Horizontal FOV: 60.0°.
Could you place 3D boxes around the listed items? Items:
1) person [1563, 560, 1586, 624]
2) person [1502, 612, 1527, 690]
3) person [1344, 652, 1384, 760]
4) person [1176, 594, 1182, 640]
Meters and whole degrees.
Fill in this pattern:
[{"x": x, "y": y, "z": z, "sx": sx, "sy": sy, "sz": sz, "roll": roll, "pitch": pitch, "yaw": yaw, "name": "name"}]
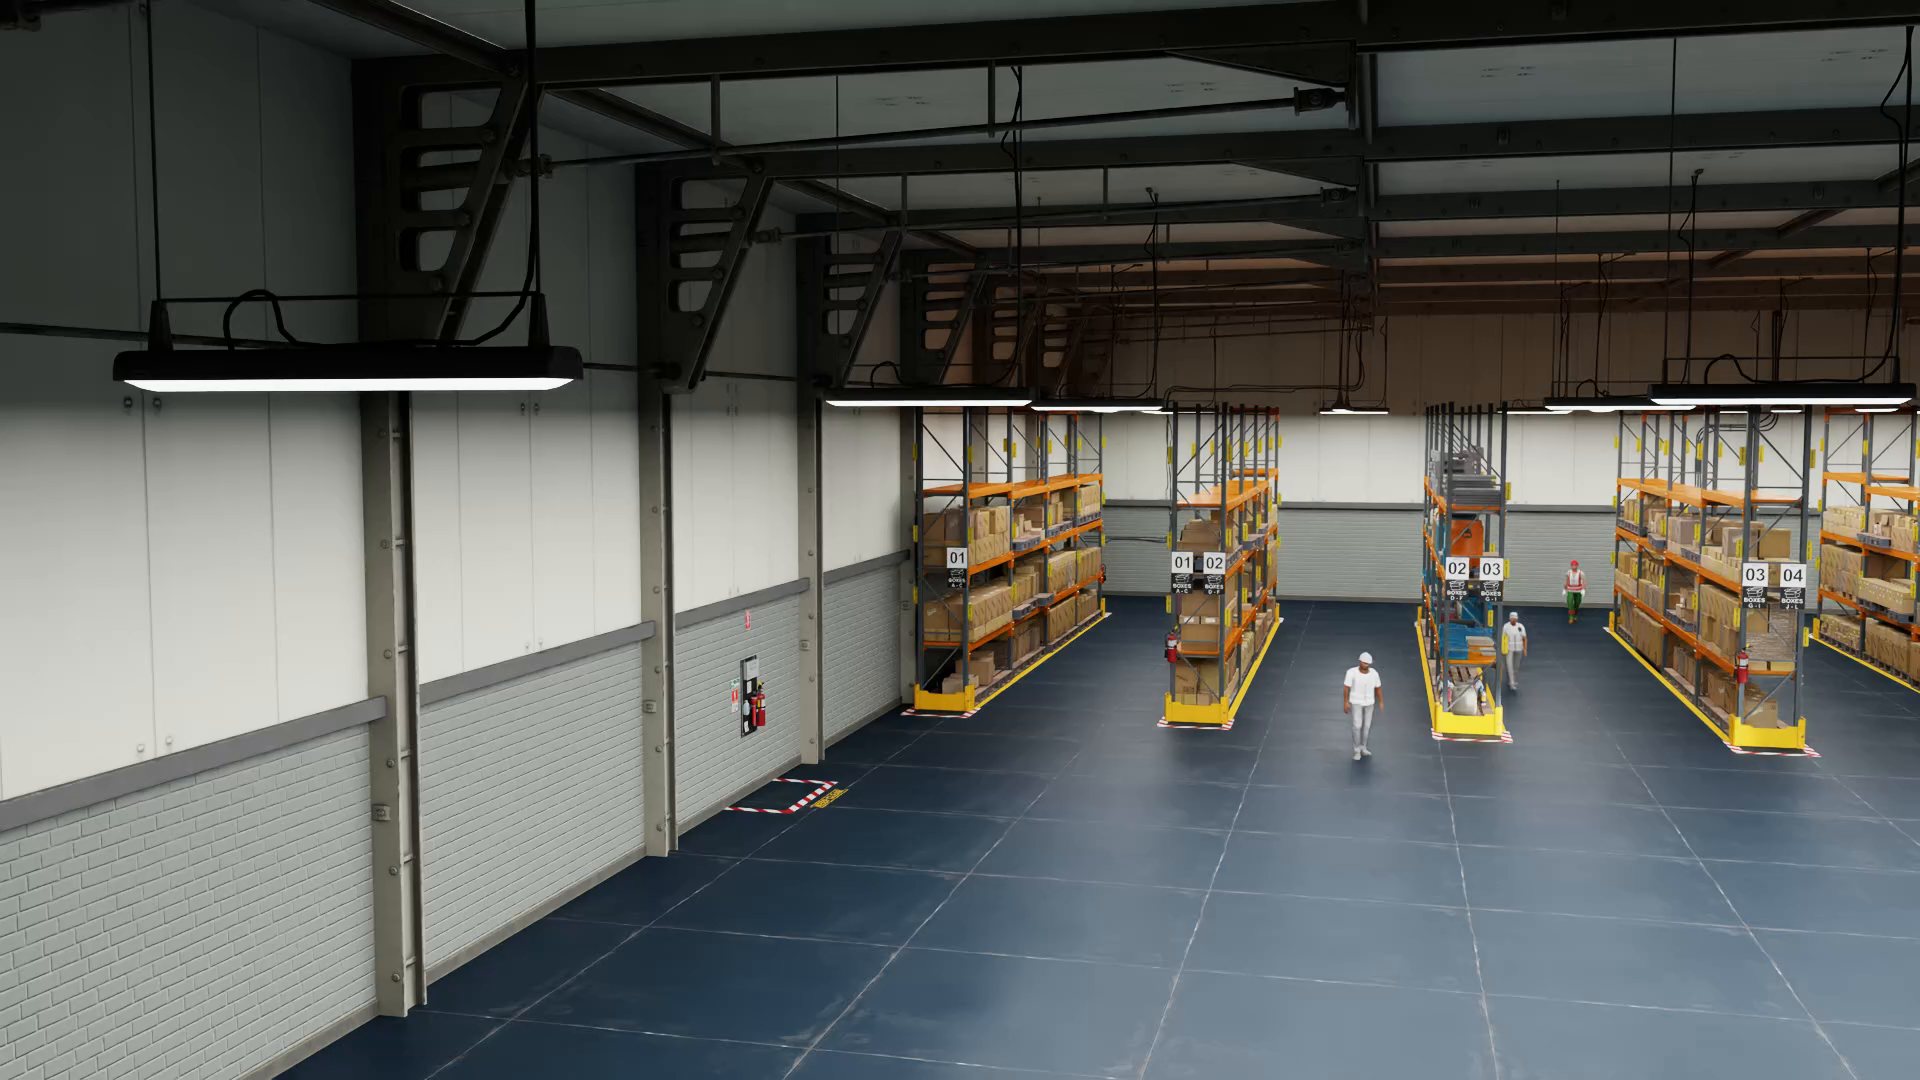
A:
[{"x": 17.033, "y": 1.429, "z": 46.093, "sx": 0.580, "sy": 1.725, "sz": 1.061, "roll": 1, "pitch": 4, "yaw": 17, "name": "person"}, {"x": 11.665, "y": 2.314, "z": 34.994, "sx": 0.499, "sy": 1.604, "sz": 1.011, "roll": 0, "pitch": 4, "yaw": 6, "name": "person"}, {"x": 6.781, "y": 2.795, "z": 27.980, "sx": 0.633, "sy": 1.845, "sz": 0.466, "roll": -1, "pitch": 4, "yaw": -7, "name": "person"}, {"x": 5.715, "y": 1.714, "z": 42.515, "sx": 0.669, "sy": 1.755, "sz": 0.645, "roll": -1, "pitch": 4, "yaw": -10, "name": "person"}]
